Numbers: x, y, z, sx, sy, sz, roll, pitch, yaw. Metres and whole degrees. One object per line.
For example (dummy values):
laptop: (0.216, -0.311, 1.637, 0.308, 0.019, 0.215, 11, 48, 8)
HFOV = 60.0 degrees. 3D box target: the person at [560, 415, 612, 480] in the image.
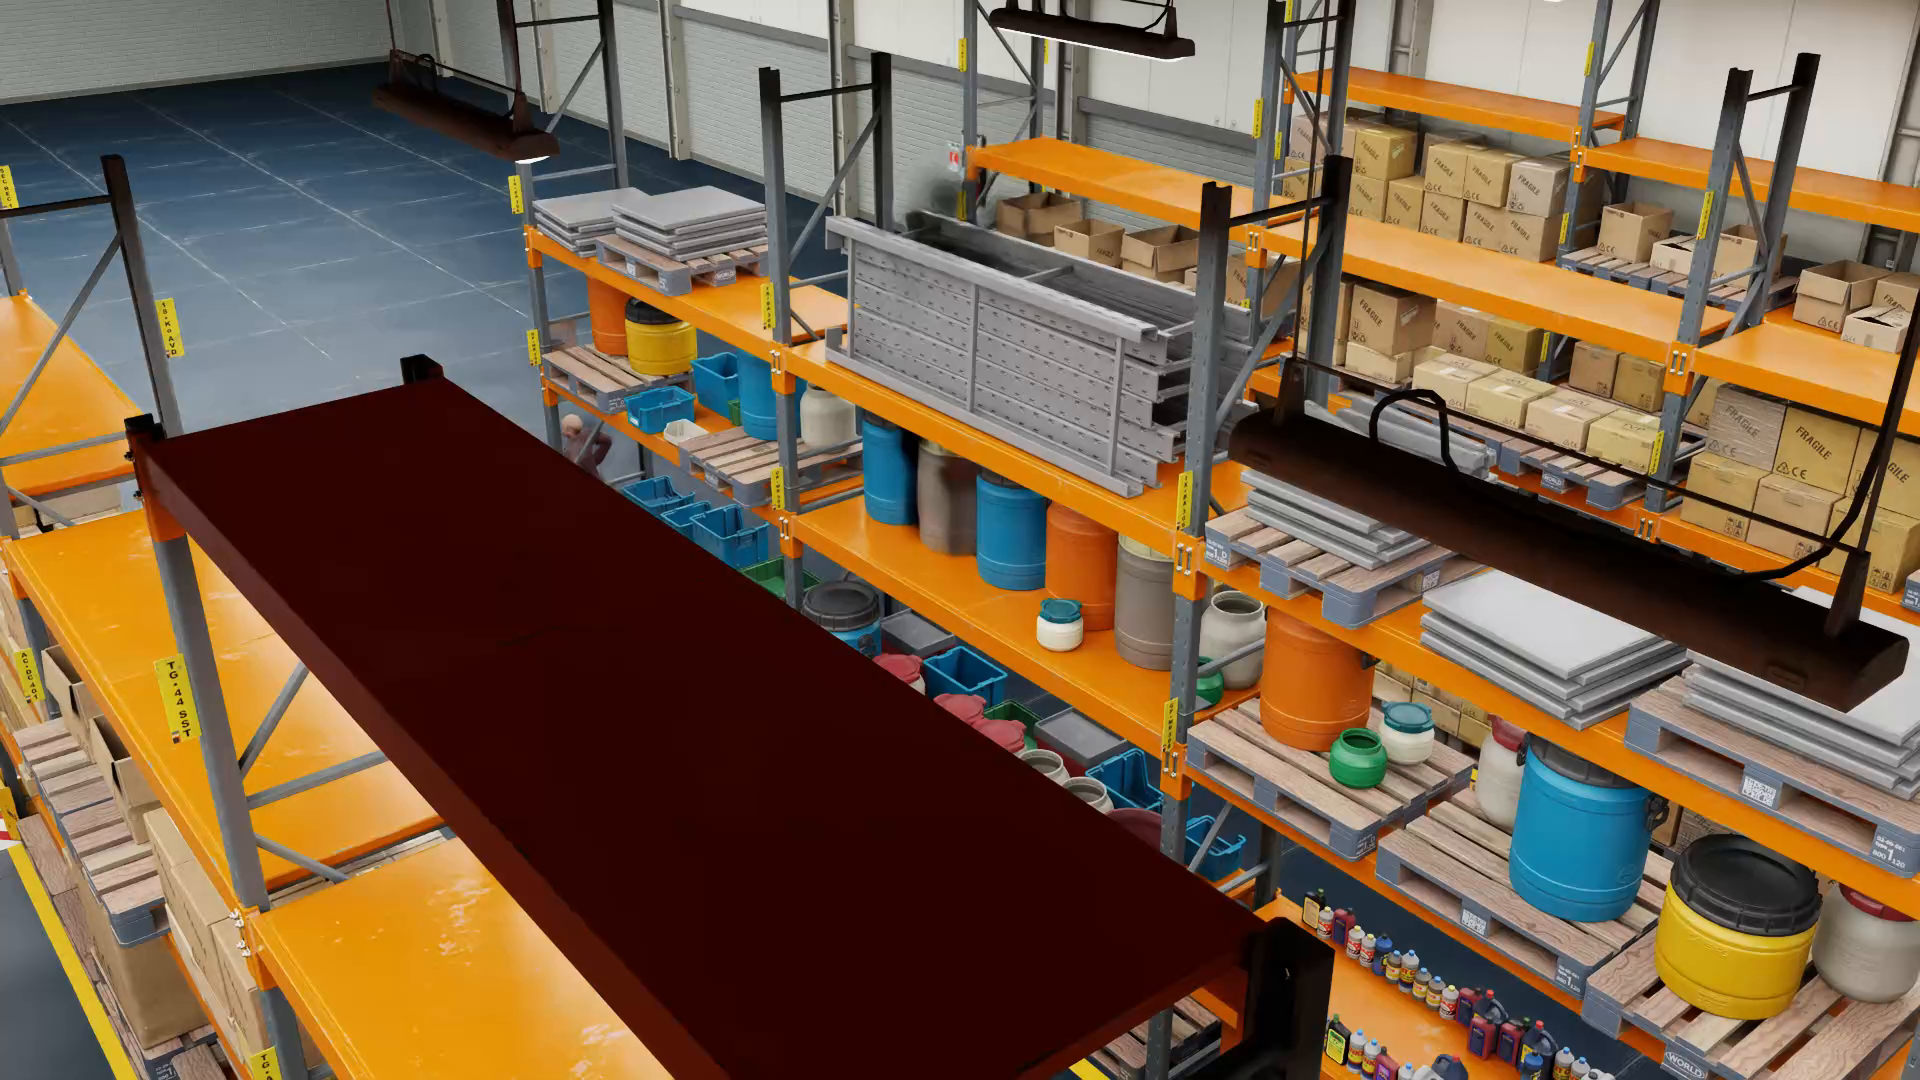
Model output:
person: (-3.836, -0.484, 17.277, 0.721, 1.792, 0.679, -1, 26, -1)
